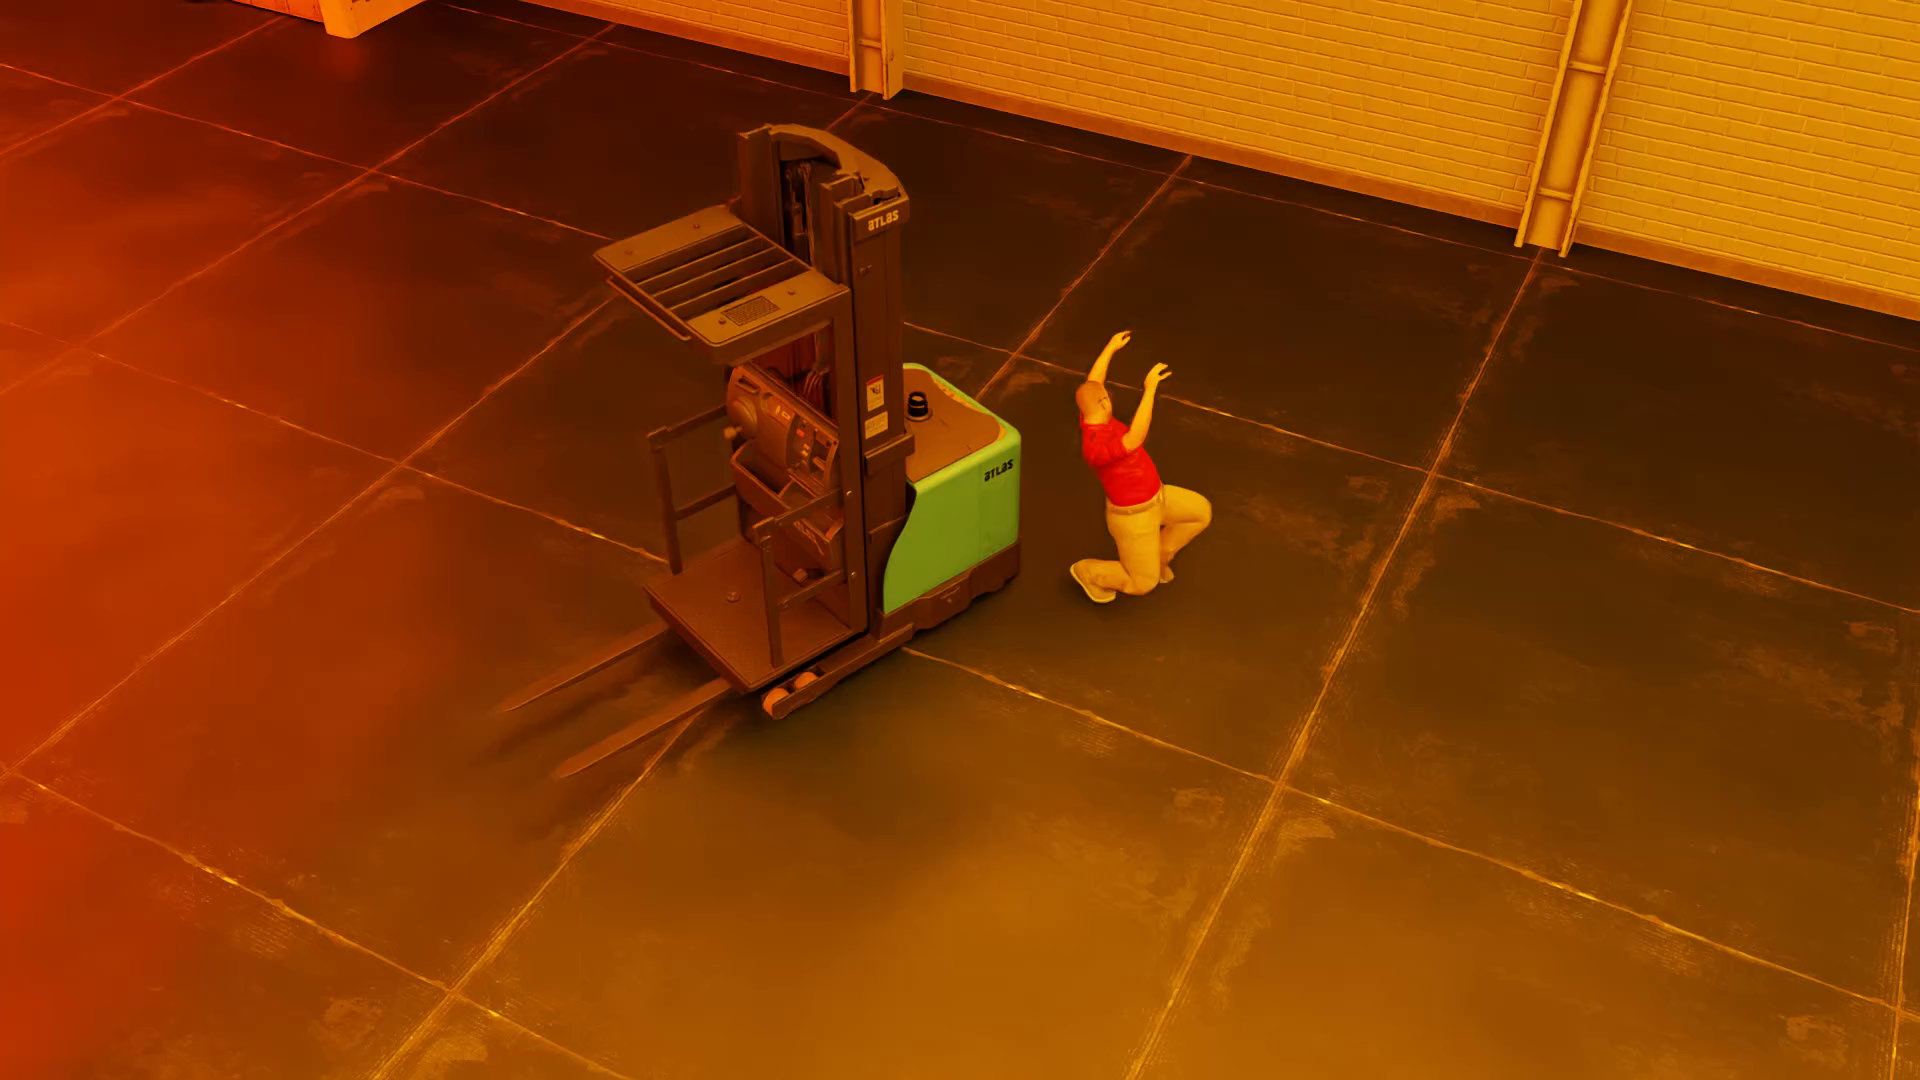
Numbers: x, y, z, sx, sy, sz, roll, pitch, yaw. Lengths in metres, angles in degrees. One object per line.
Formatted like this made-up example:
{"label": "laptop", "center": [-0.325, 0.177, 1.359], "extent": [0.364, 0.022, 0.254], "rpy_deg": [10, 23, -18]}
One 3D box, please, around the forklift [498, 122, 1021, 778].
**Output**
{"label": "forklift", "center": [-1.094, -0.529, 8.614], "extent": [3.031, 2.935, 1.130], "rpy_deg": [-28, 48, -29]}

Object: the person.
{"label": "person", "center": [1.072, -0.435, 9.565], "extent": [0.829, 1.654, 1.120], "rpy_deg": [9, 41, 10]}
